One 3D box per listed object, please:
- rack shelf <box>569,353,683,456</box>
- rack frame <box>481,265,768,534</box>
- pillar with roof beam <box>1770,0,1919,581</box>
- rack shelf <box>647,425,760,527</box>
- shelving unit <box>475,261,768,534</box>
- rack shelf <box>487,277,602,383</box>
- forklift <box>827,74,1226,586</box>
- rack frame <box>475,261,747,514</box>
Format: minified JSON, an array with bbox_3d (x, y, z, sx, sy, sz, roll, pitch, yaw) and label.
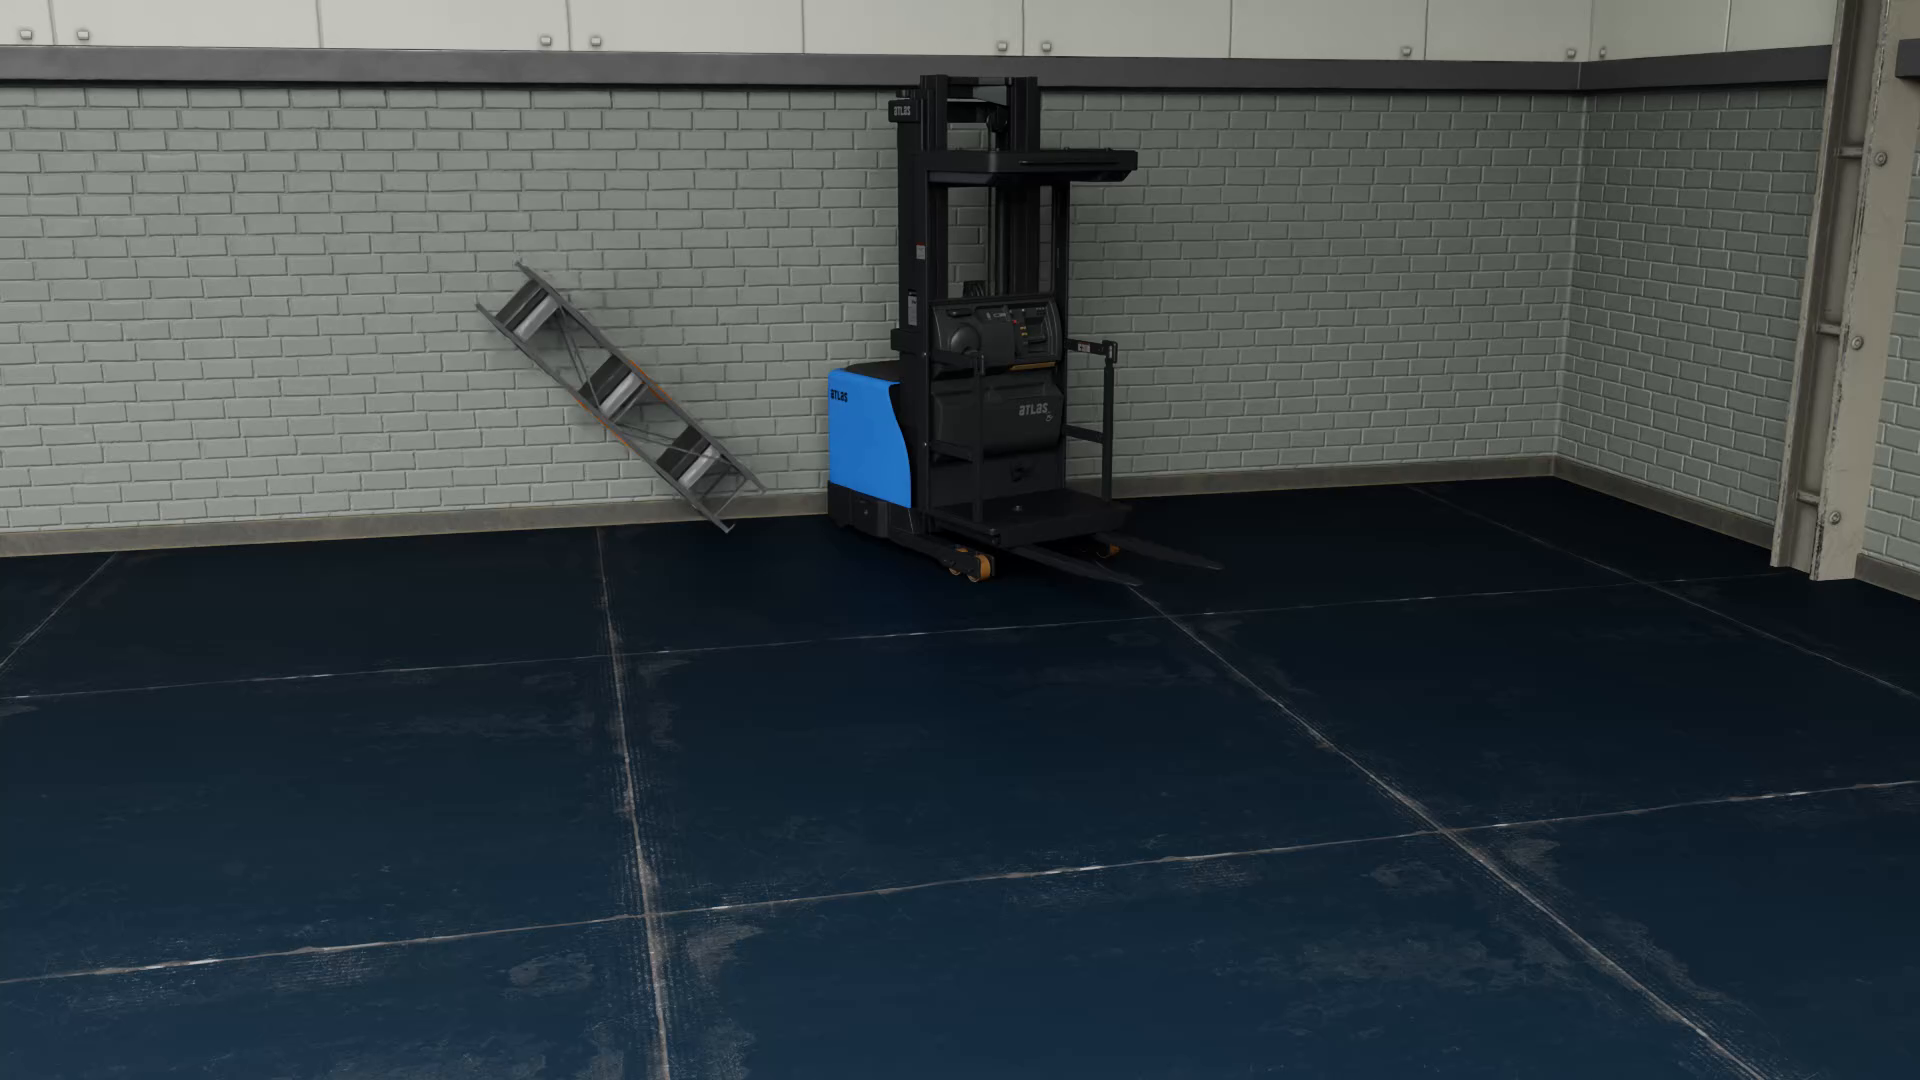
[{"bbox_3d":[-2.170,-0.903,10.792,0.431,0.518,0.480,-48,24,-5],"label":"rack shelf"},{"bbox_3d":[-2.094,-0.860,10.564,0.400,2.100,0.015,-48,24,-5],"label":"rack frame"},{"bbox_3d":[1.025,-3.942,8.101,9.100,9.000,0.400,-3,14,-13],"label":"pillar with roof beam"},{"bbox_3d":[-1.711,-0.456,11.073,0.431,0.518,0.480,-48,24,-5],"label":"rack shelf"},{"bbox_3d":[-2.179,-0.912,10.787,0.431,2.100,0.503,-48,24,-5],"label":"shelving unit"},{"bbox_3d":[-2.629,-1.351,10.511,0.431,0.518,0.480,-48,24,-5],"label":"rack shelf"},{"bbox_3d":[0.358,-1.302,10.080,1.130,2.935,3.031,-9,17,-34],"label":"forklift"},{"bbox_3d":[-2.265,-0.964,11.009,0.400,2.100,0.015,-48,24,-5],"label":"rack frame"}]
